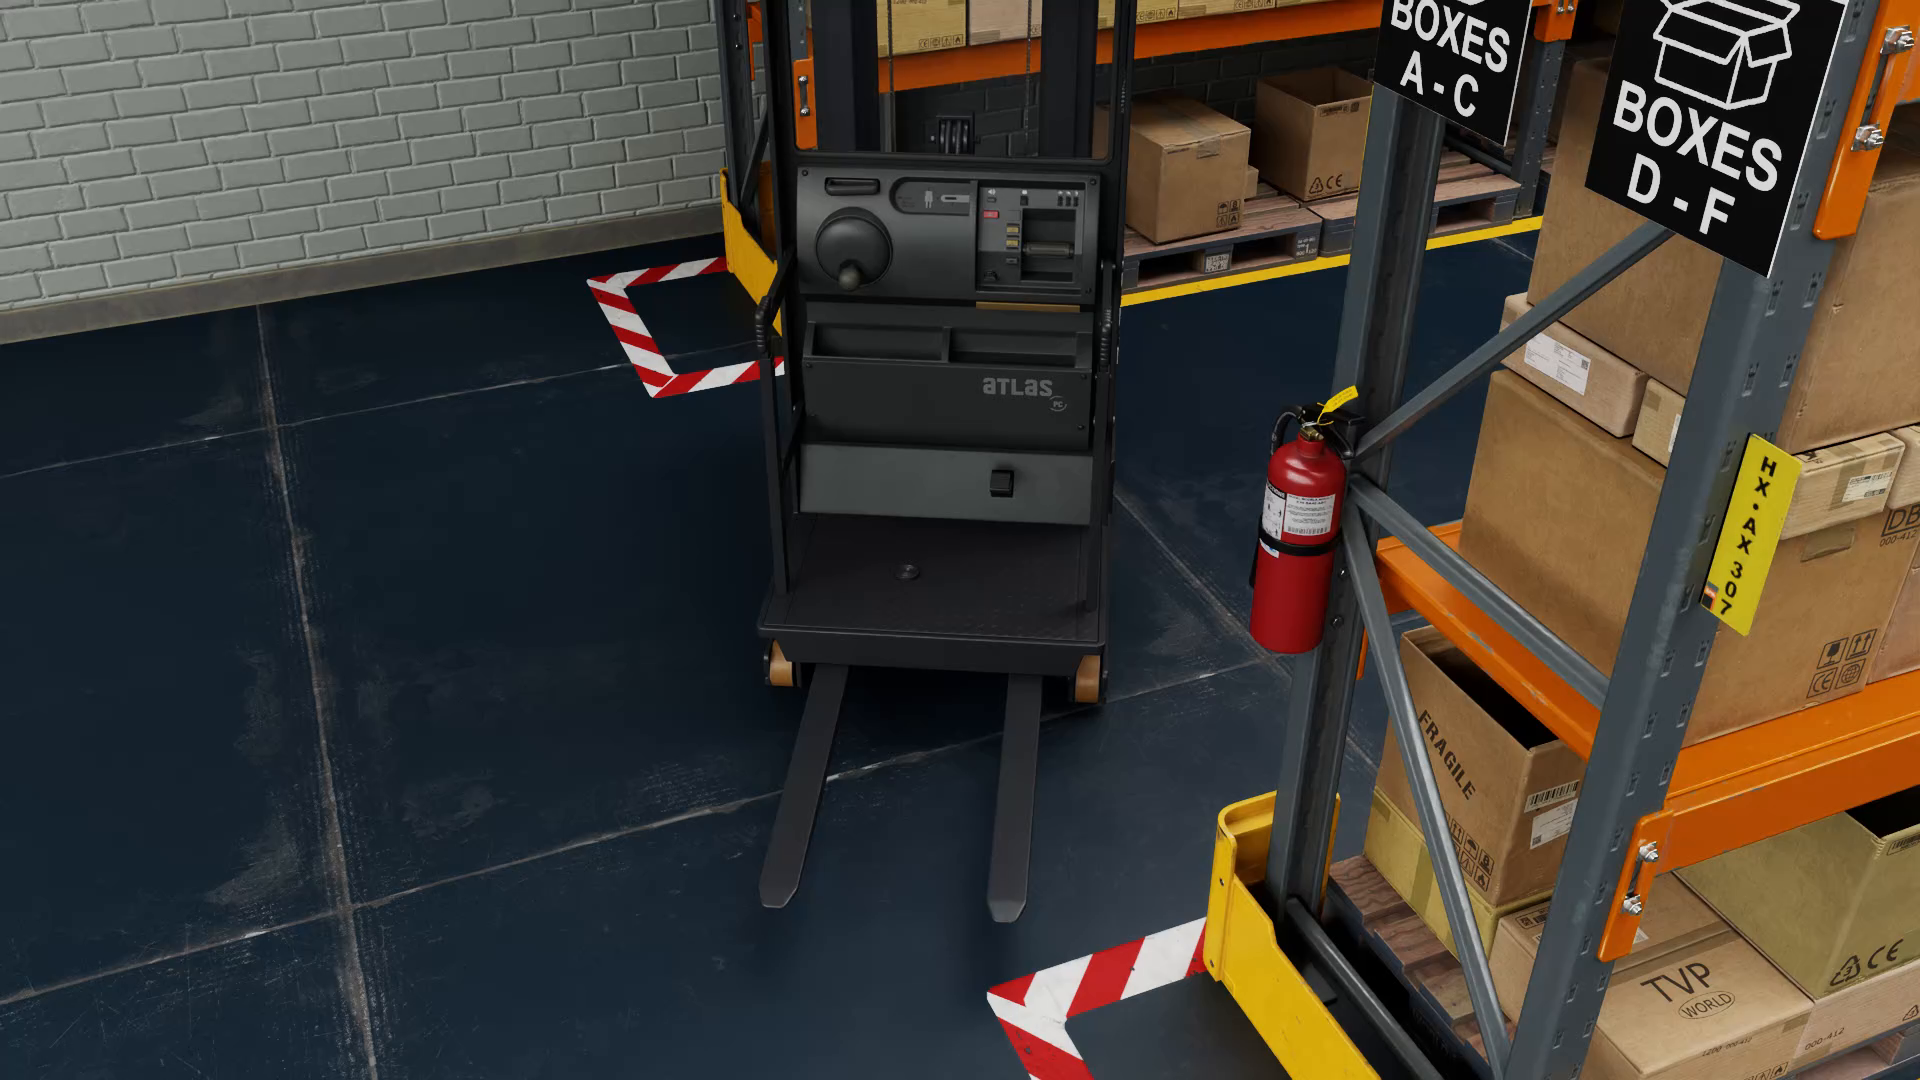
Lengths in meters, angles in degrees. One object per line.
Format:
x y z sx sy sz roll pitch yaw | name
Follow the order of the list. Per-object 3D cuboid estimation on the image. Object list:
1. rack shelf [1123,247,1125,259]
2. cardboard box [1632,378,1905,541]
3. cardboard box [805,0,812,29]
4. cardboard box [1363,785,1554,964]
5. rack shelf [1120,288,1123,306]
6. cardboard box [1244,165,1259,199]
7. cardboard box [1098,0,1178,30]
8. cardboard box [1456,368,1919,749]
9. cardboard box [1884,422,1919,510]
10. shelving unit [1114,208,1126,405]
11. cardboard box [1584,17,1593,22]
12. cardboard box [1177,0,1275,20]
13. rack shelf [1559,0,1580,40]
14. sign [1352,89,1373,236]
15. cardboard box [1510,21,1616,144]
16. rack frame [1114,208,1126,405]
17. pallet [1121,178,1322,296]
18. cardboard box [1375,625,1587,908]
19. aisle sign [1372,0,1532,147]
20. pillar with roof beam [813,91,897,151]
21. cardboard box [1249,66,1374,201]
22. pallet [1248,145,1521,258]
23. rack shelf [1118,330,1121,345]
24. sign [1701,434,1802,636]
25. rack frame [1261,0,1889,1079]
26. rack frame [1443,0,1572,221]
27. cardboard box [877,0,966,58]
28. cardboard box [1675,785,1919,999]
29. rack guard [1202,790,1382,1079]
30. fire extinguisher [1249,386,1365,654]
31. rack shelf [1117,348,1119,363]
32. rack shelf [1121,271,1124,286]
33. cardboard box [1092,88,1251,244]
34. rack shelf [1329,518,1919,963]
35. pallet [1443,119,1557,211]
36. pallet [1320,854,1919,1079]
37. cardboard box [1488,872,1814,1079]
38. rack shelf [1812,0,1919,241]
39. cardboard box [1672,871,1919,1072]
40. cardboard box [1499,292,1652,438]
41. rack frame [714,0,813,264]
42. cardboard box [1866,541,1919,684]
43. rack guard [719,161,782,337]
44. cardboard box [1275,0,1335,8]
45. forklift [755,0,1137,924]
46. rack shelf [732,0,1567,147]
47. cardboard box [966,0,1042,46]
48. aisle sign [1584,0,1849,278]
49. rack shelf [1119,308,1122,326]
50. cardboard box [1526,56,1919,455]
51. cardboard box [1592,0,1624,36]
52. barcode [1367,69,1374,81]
0.513 -1.130 6.728 0.258 0.077 0.200 13 35 19 | rack shelf
1.489 -0.177 3.086 0.250 0.149 0.380 -13 35 -19 | cardboard box
-0.521 -2.521 7.493 0.500 0.250 0.500 -12 35 -18 | cardboard box
1.424 0.826 4.367 0.500 0.250 0.500 -13 35 -19 | cardboard box
0.513 -0.980 6.827 0.258 0.077 0.200 13 35 19 | rack shelf
1.329 -1.886 8.608 0.250 0.149 0.380 -16 36 -23 | cardboard box
0.641 -2.490 7.445 0.500 0.250 0.500 -13 35 -20 | cardboard box
1.479 -0.023 3.444 0.500 0.500 0.700 -13 35 -19 | cardboard box
1.732 -0.235 3.174 0.250 0.149 0.380 -14 36 -20 | cardboard box
0.513 -0.932 6.857 0.258 0.900 0.210 13 35 19 | shelving unit
3.940 -2.659 9.474 0.500 0.500 0.700 -14 35 -20 | cardboard box
1.108 -2.595 7.607 0.500 0.250 0.500 -13 35 -19 | cardboard box
4.655 -3.345 9.299 4.000 0.370 1.077 -13 35 -19 | rack shelf
0.847 -0.750 3.373 0.005 0.325 0.100 -13 35 -19 | sign
3.483 -2.524 9.268 0.500 0.500 0.700 -12 35 -17 | cardboard box
0.553 -0.983 6.936 0.240 0.900 0.006 13 35 19 | rack frame
1.079 -1.636 8.570 1.213 0.211 1.003 -13 35 -19 | pallet
1.423 0.510 4.164 0.500 0.500 0.500 -13 35 -19 | cardboard box
0.870 -1.113 2.826 0.004 0.787 0.394 -13 35 -19 | aisle sign
1.100 -3.312 3.089 0.400 9.000 9.100 -13 35 -19 | pillar with roof beam
1.870 -2.121 8.648 0.500 0.500 0.500 -16 36 -22 | cardboard box
2.205 -1.895 8.970 1.213 0.211 1.003 -13 35 -19 | pallet
0.513 -0.829 6.925 0.258 0.077 0.200 13 35 19 | rack shelf
1.253 -0.005 2.641 0.005 0.325 0.100 -13 35 -19 | sign
1.044 0.111 3.329 0.127 3.000 1.000 -13 35 -19 | rack frame
2.811 -3.224 8.454 0.127 3.000 1.000 -13 35 -19 | rack frame
-0.304 -2.268 7.105 0.500 0.250 0.500 -14 36 -20 | cardboard box
2.085 0.665 3.926 0.500 0.500 0.500 -13 35 -19 | cardboard box
1.022 1.164 4.003 0.348 0.500 1.175 -13 35 -19 | rack guard
0.755 -0.065 3.671 0.183 0.674 0.296 -13 35 -19 | fire extinguisher
0.513 -0.753 6.974 0.258 0.077 0.200 13 35 19 | rack shelf
0.513 -1.055 6.777 0.258 0.077 0.200 13 35 19 | rack shelf
1.017 -1.867 8.257 0.500 0.500 0.700 -15 36 -22 | cardboard box
2.888 -0.010 4.174 4.000 0.370 1.077 -13 35 -19 | rack shelf
3.528 -2.220 9.469 1.213 0.211 1.003 -13 35 -19 | pallet
1.733 1.097 4.370 1.213 0.211 1.003 -13 35 -19 | pallet
1.625 1.086 3.967 0.500 0.250 0.500 -13 35 -19 | cardboard box
2.888 -1.267 3.356 4.000 0.370 1.077 -13 35 -19 | rack shelf
2.084 0.979 4.132 0.500 0.250 0.500 -13 35 -19 | cardboard box
1.323 -0.379 3.396 0.250 0.149 0.380 -13 35 -20 | cardboard box
-0.877 -2.379 7.156 0.127 3.000 1.000 -13 35 -19 | rack frame
1.962 -0.136 3.618 0.500 0.500 0.700 -12 35 -18 | cardboard box
-0.807 -1.348 7.863 0.348 0.500 1.175 -13 35 -19 | rack guard
1.571 -2.702 7.771 0.500 0.250 0.500 -13 35 -19 | cardboard box
-0.055 -0.887 4.926 1.130 2.935 3.031 3 33 4 | forklift
0.967 -2.500 8.002 4.000 0.370 1.077 -13 35 -19 | rack shelf
0.169 -2.385 7.284 0.500 0.250 0.500 -14 36 -20 | cardboard box
1.102 -0.811 2.362 0.004 0.787 0.394 -13 35 -19 | aisle sign
0.513 -0.904 6.876 0.258 0.077 0.200 13 35 19 | rack shelf
1.528 -0.578 3.107 0.500 0.500 0.700 -13 35 -19 | cardboard box
3.888 -2.933 9.209 0.500 0.250 0.500 -14 35 -20 | cardboard box
2.220 -2.501 8.939 0.075 0.075 0.001 -13 35 -19 | barcode
